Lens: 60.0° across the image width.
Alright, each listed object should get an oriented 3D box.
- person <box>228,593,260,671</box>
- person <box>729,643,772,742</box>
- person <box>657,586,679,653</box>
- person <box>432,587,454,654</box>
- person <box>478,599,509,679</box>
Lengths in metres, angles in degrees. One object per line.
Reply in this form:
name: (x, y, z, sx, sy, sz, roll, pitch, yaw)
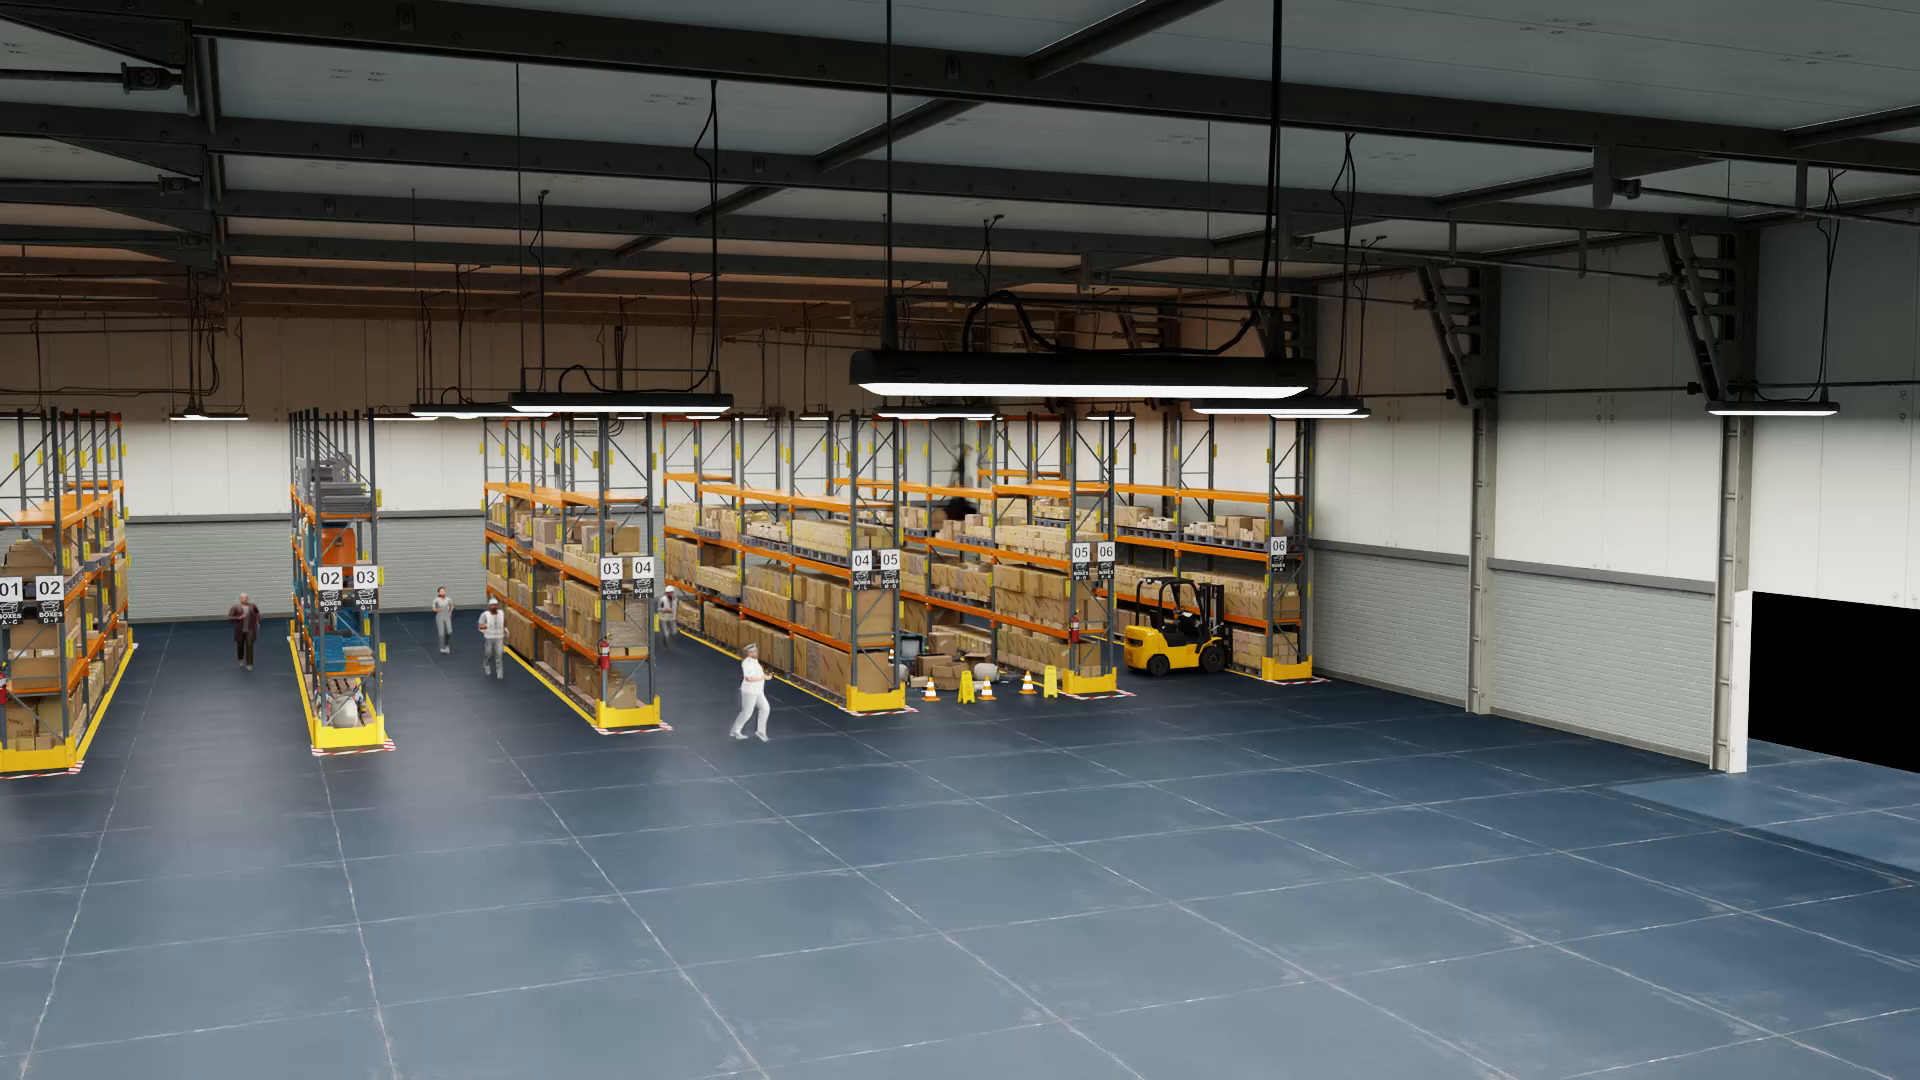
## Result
person: (-16.528, 2.105, 38.418, 0.700, 1.744, 1.068, -2, 5, -29)
person: (-3.741, 2.760, 29.842, 0.806, 1.854, 0.640, 1, 4, 10)
person: (-7.241, 1.982, 41.437, 0.647, 1.698, 0.708, -2, 5, -28)
person: (-12.829, 2.000, 41.344, 0.546, 1.667, 0.628, -2, 4, -27)
person: (-10.402, 2.185, 37.111, 0.687, 1.756, 1.034, -2, 5, -27)
